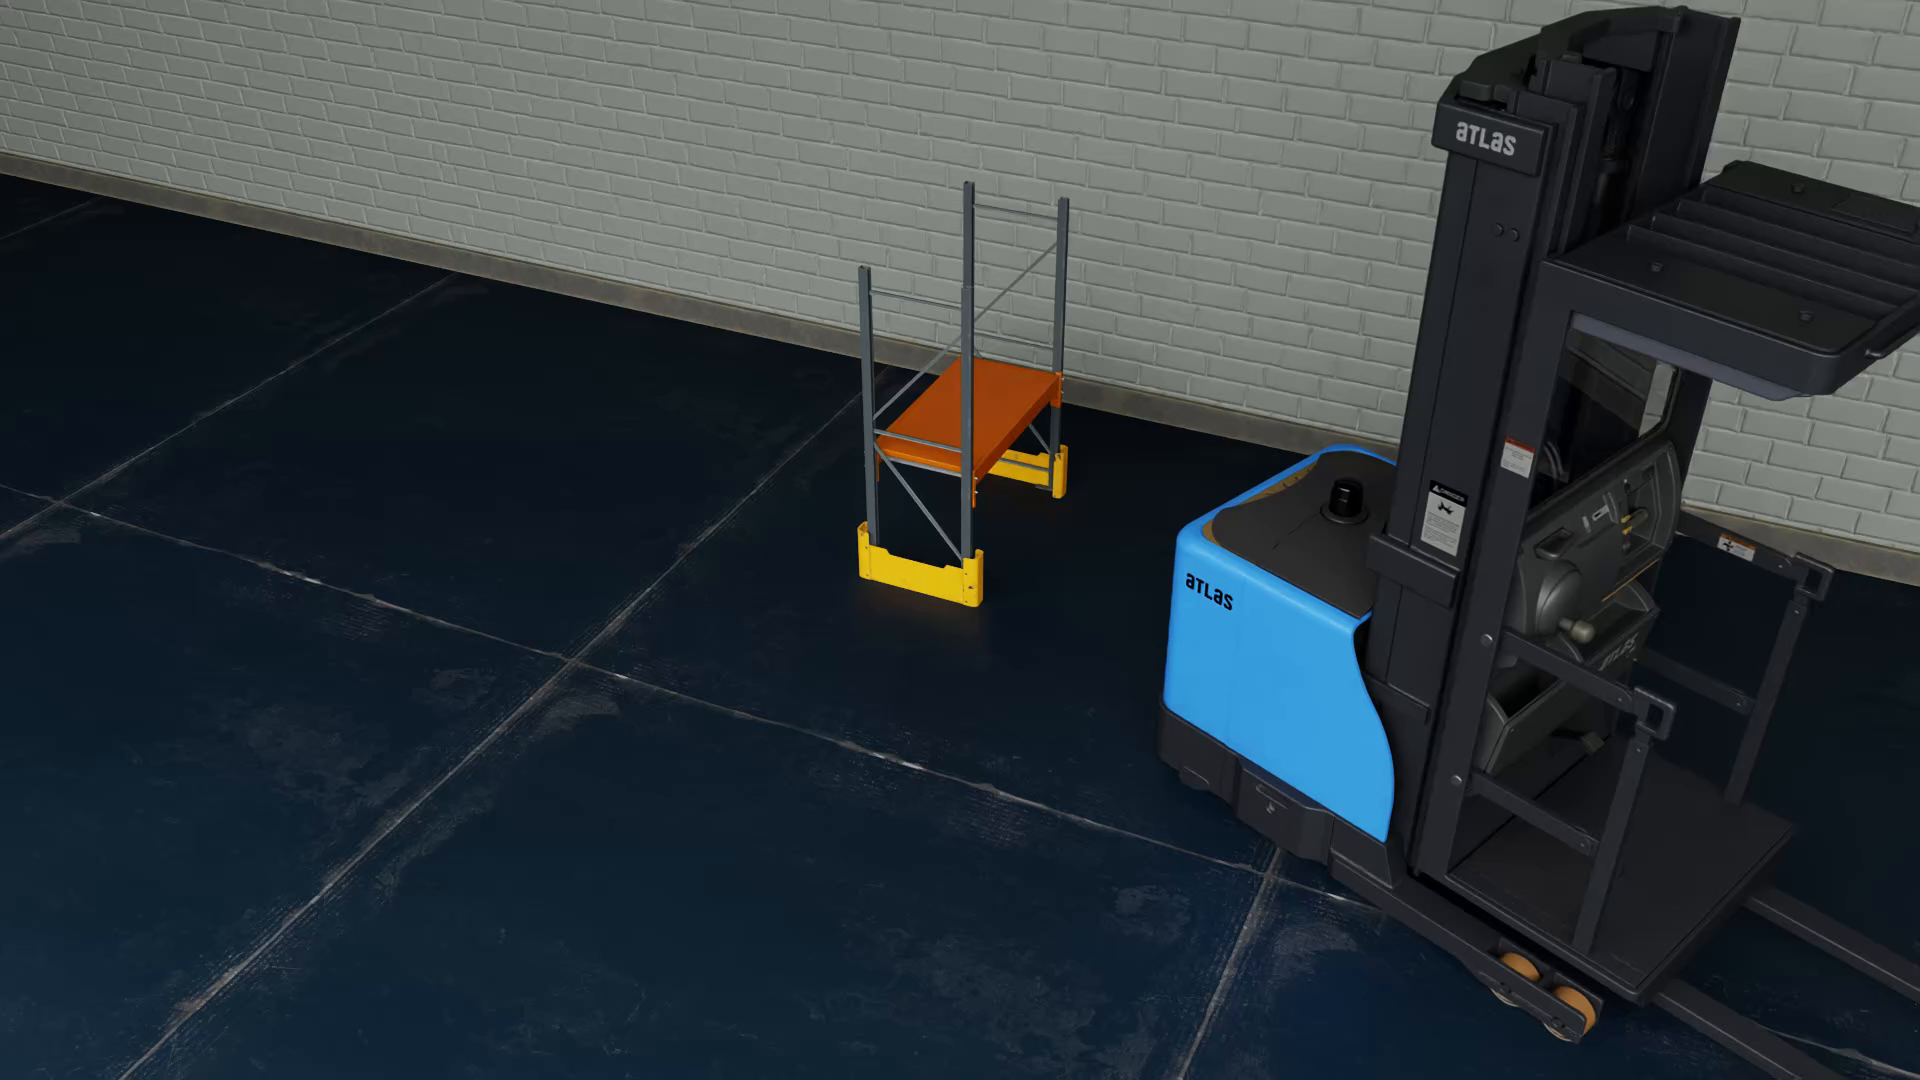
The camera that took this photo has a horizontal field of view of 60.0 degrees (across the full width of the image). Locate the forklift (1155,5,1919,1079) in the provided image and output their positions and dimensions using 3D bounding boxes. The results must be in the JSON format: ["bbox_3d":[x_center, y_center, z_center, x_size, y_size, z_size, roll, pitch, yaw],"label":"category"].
[{"bbox_3d":[2.115,0.052,4.997,1.130,2.935,3.031,-27,42,-34],"label":"forklift"}]

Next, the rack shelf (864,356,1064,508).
[{"bbox_3d":[0.036,-0.519,7.502,0.538,0.185,1.000,14,36,20],"label":"rack shelf"}]

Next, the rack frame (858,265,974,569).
[{"bbox_3d":[-0.177,-0.417,7.017,0.500,1.500,0.032,14,36,20],"label":"rack frame"}]

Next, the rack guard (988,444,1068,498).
[{"bbox_3d":[0.240,-0.391,8.118,0.587,0.250,0.087,14,36,20],"label":"rack guard"}]

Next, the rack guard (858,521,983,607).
[{"bbox_3d":[-0.176,0.106,7.361,0.587,0.250,0.087,14,36,20],"label":"rack guard"}]

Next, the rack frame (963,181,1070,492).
[{"bbox_3d":[0.248,-0.923,7.790,0.500,1.500,0.032,14,36,20],"label":"rack frame"}]

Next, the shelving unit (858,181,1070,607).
[{"bbox_3d":[0.032,-0.665,7.397,0.587,1.500,1.083,14,36,20],"label":"shelving unit"}]
